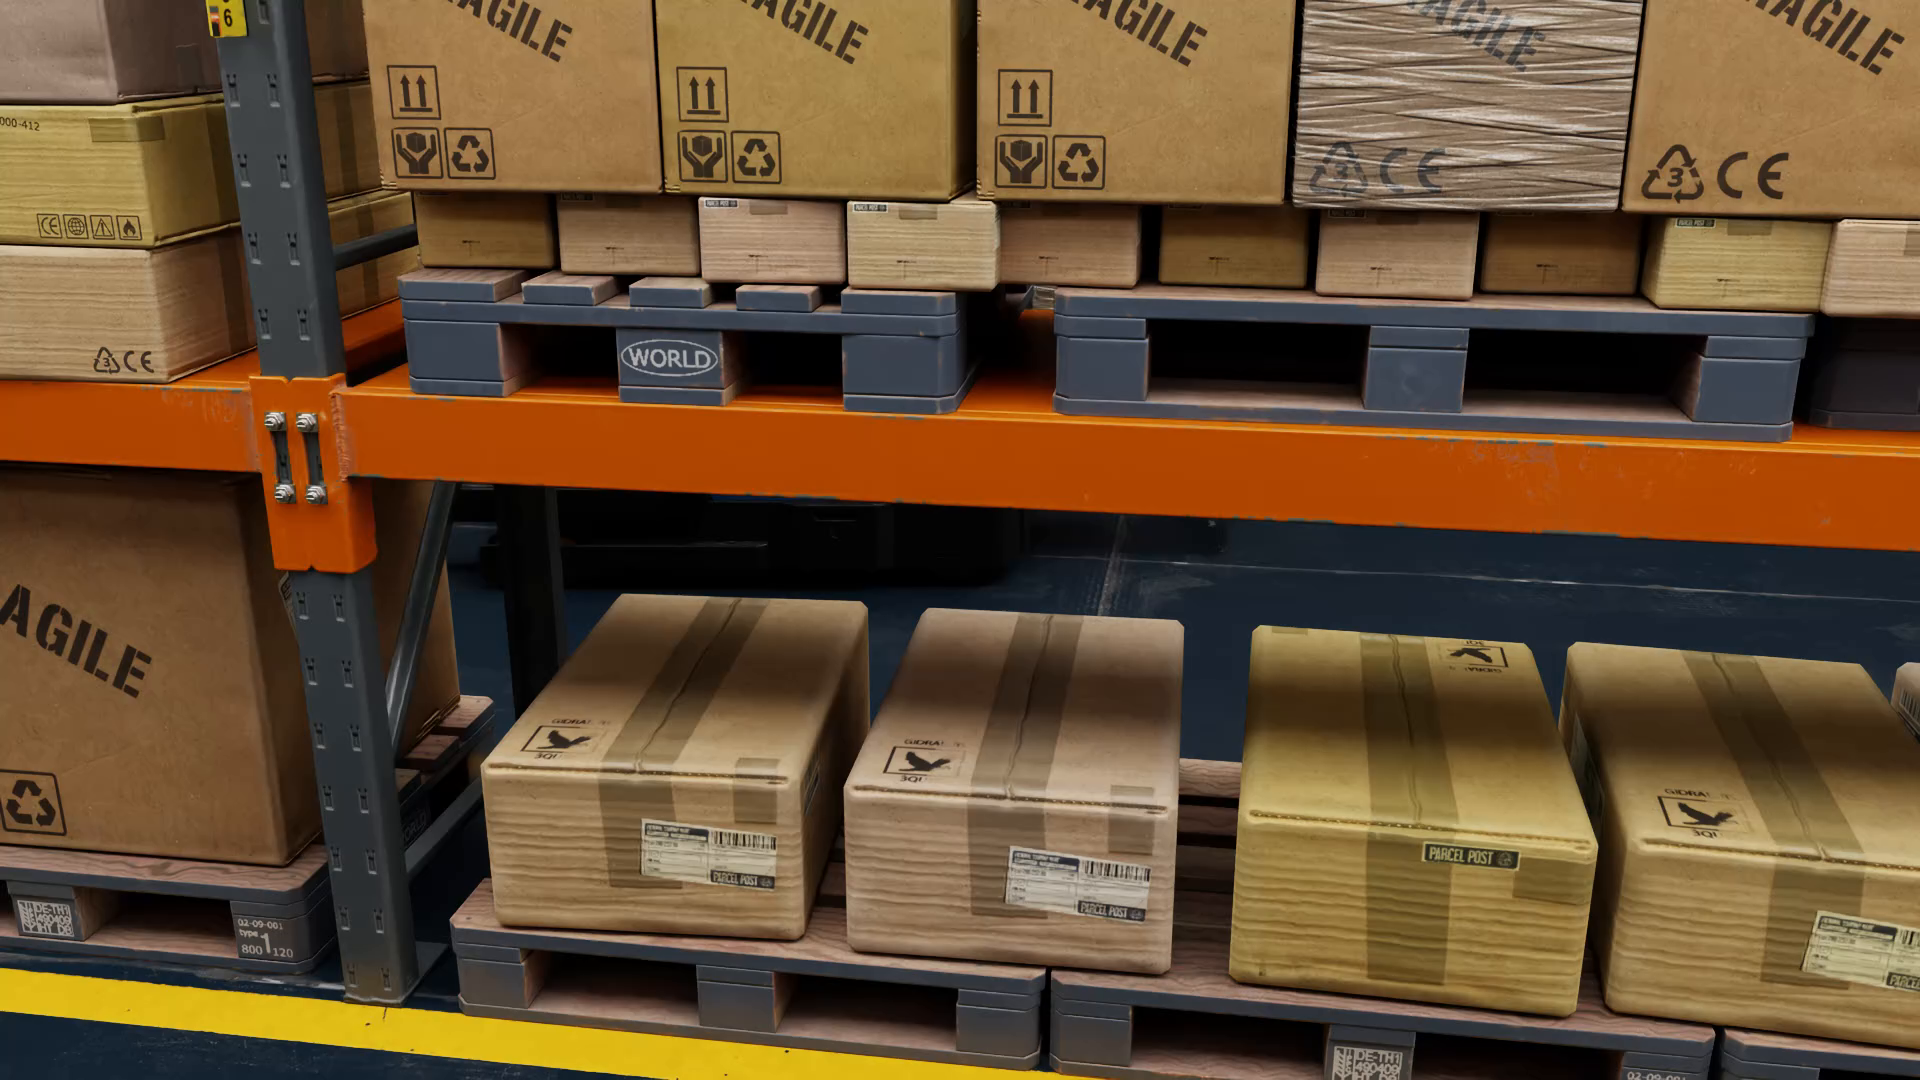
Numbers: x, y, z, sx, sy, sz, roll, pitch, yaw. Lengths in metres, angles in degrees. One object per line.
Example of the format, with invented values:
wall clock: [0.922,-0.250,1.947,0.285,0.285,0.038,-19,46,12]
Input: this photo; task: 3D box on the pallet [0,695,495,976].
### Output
pallet: [-1.899,0.641,4.054,1.213,0.211,1.003,3,19,9]

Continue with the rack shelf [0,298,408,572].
rack shelf: [-3.107,-0.377,3.837,4.000,0.370,1.077,3,19,9]

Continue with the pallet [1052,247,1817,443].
pallet: [0.829,-0.440,3.193,1.213,0.211,1.003,3,19,9]

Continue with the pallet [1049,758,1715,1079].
pallet: [0.840,0.807,3.560,1.213,0.211,1.003,3,19,9]

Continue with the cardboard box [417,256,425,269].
cardboard box: [-2.837,-1.243,8.568,0.500,0.500,0.500,2,19,7]

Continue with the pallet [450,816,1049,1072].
pallet: [-0.361,0.744,3.746,1.213,0.211,1.003,3,19,9]

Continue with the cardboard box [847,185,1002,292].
cardboard box: [-0.036,-0.550,2.953,0.250,0.149,0.380,3,19,9]

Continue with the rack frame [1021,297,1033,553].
rack frame: [0.249,-0.727,6.113,0.023,1.500,0.400,0,19,1]

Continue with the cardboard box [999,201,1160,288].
cardboard box: [0.215,-0.562,2.990,0.250,0.149,0.380,4,19,12]

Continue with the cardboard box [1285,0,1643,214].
cardboard box: [0.809,-0.834,2.780,0.500,0.500,0.500,2,19,7]

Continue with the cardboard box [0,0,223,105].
cardboard box: [-1.684,-1.083,3.080,0.500,0.500,0.500,2,19,7]

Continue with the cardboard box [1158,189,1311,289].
cardboard box: [0.500,-0.560,2.984,0.250,0.149,0.380,4,19,11]

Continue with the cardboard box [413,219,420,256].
cardboard box: [-2.687,-1.548,8.458,0.250,0.149,0.380,4,19,11]

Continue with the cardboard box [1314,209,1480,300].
cardboard box: [0.747,-0.527,2.884,0.250,0.149,0.380,4,19,10]

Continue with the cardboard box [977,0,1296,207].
cardboard box: [0.316,-0.862,2.863,0.500,0.500,0.500,3,19,10]

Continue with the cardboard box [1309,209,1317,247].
cardboard box: [0.771,-0.702,3.407,0.250,0.149,0.380,2,19,7]

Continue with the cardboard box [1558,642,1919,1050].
cardboard box: [1.589,0.570,3.352,0.625,0.372,0.950,4,19,12]

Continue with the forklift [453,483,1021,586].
forklift: [-1.298,-1.395,5.853,3.031,2.935,1.130,0,19,1]

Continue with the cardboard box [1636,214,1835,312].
cardboard box: [1.260,-0.492,2.779,0.250,0.149,0.380,3,19,9]

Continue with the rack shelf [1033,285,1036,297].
rack shelf: [0.615,-1.096,5.985,0.720,0.370,0.431,0,19,1]

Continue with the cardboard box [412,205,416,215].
cardboard box: [-2.866,-1.711,8.945,0.250,0.149,0.380,3,19,10]

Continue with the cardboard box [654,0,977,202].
cardboard box: [-0.209,-0.886,2.936,0.500,0.500,0.500,4,19,11]

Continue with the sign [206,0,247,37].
sign: [-1.217,-0.993,2.718,0.005,0.325,0.100,3,19,9]

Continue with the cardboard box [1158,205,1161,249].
cardboard box: [0.510,-0.689,3.368,0.250,0.149,0.380,3,19,9]

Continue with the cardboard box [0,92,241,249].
cardboard box: [-1.651,-0.728,3.201,0.500,0.250,0.500,3,19,8]

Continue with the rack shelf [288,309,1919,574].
rack shelf: [0.843,-0.176,3.235,4.000,0.370,1.077,3,19,9]

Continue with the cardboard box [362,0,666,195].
cardboard box: [-0.725,-0.910,3.008,0.500,0.500,0.500,2,19,7]

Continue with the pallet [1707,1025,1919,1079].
pallet: [2.048,0.867,3.379,1.213,0.211,1.003,3,19,9]

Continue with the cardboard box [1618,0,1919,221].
cardboard box: [1.326,-0.808,2.702,0.500,0.500,0.500,4,19,11]

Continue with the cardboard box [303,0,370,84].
cardboard box: [-1.580,-1.241,3.551,0.500,0.500,0.500,2,19,7]

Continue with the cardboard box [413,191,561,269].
cardboard box: [-0.841,-0.623,3.172,0.250,0.149,0.380,2,19,5]

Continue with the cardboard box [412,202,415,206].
cardboard box: [-3.130,-1.742,9.037,0.250,0.149,0.380,2,19,6]

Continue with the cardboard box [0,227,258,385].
cardboard box: [-1.673,-0.491,3.279,0.500,0.250,0.500,2,19,7]

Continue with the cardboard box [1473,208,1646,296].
cardboard box: [1.017,-0.537,2.915,0.250,0.149,0.380,2,19,7]

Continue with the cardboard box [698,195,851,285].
cardboard box: [-0.304,-0.570,3.014,0.250,0.149,0.380,2,19,5]

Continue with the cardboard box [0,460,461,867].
cardboard box: [-1.801,0.130,3.874,0.875,0.875,0.875,3,19,8]

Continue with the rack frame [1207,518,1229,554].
rack frame: [0.981,-0.724,6.105,0.023,1.500,0.400,0,19,1]

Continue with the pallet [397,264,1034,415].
pallet: [-0.412,-0.524,3.445,1.003,0.211,1.213,3,19,9]

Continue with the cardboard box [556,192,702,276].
cardboard box: [-0.567,-0.598,3.098,0.250,0.149,0.380,2,19,5]

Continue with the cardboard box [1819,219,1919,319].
cardboard box: [1.496,-0.468,2.709,0.250,0.149,0.380,3,19,9]

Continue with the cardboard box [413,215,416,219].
cardboard box: [-2.931,-1.561,8.498,0.250,0.149,0.380,3,19,9]

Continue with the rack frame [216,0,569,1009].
rack frame: [-1.132,-0.618,3.422,0.127,3.000,1.000,3,19,9]

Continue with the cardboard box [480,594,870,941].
cardboard box: [-0.576,0.461,3.678,0.625,0.372,0.950,2,19,5]

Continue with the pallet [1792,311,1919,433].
pallet: [2.086,-0.409,3.102,1.213,0.211,1.003,3,19,9]

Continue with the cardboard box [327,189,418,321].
cardboard box: [-1.575,-0.650,3.755,0.500,0.250,0.500,3,19,8]

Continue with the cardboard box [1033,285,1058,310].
cardboard box: [0.265,-1.210,8.274,0.625,0.625,0.875,4,19,10]

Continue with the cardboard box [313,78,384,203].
cardboard box: [-1.593,-0.887,3.674,0.500,0.250,0.500,3,19,8]

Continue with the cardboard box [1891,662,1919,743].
cardboard box: [2.299,0.605,3.247,0.625,0.372,0.950,3,19,9]

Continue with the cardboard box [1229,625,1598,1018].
cardboard box: [0.902,0.535,3.455,0.625,0.372,0.950,4,19,10]

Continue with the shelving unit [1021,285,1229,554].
shelving unit: [0.615,-0.726,6.109,0.755,1.500,0.431,0,19,1]

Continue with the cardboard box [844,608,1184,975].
cardboard box: [0.154,0.495,3.575,0.625,0.372,0.950,3,19,8]
